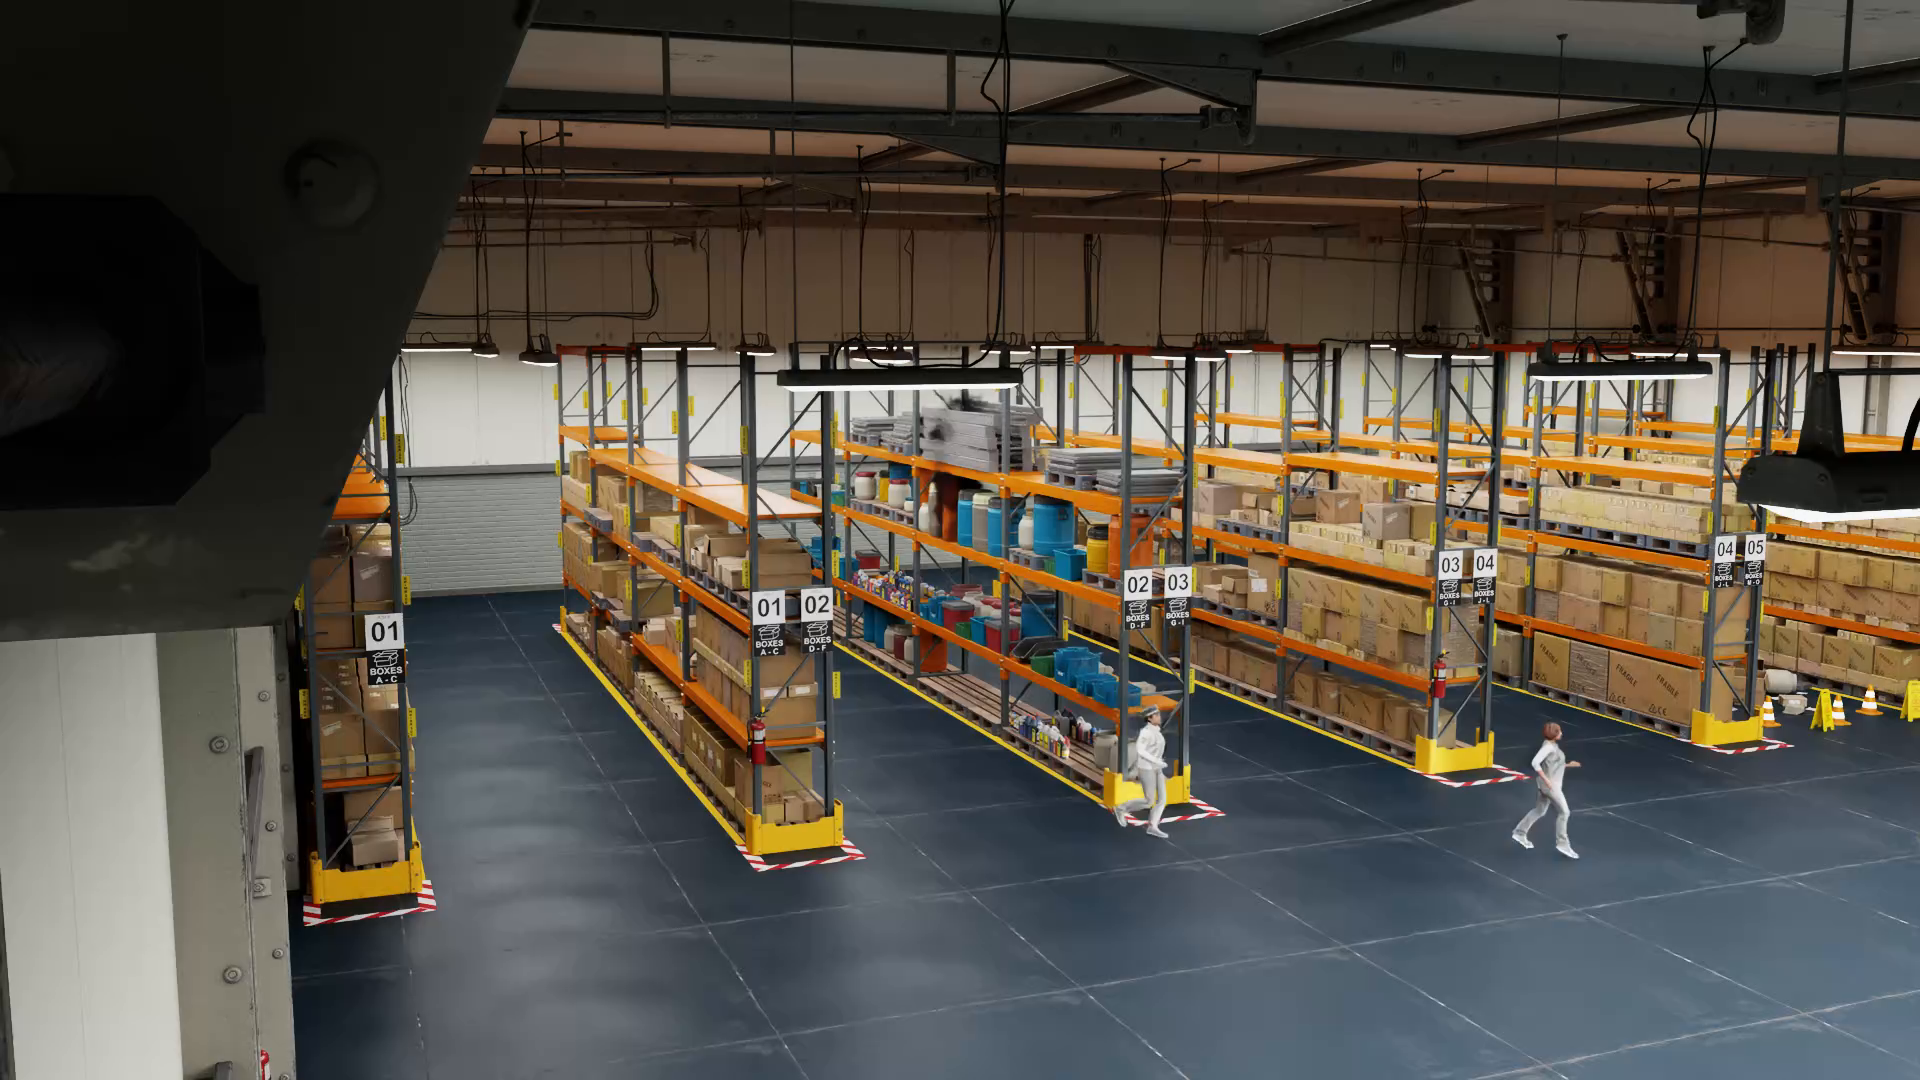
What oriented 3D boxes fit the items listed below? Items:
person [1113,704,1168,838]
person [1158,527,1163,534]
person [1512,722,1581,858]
[{"bbox_3d":[2.325,2.872,20.909,0.697,1.675,0.632,3,8,24],"label":"person"},{"bbox_3d":[4.638,0.554,39.026,0.706,1.745,0.647,-1,7,-8],"label":"person"},{"bbox_3d":[7.073,2.991,20.013,0.747,1.632,0.517,1,7,11],"label":"person"}]
